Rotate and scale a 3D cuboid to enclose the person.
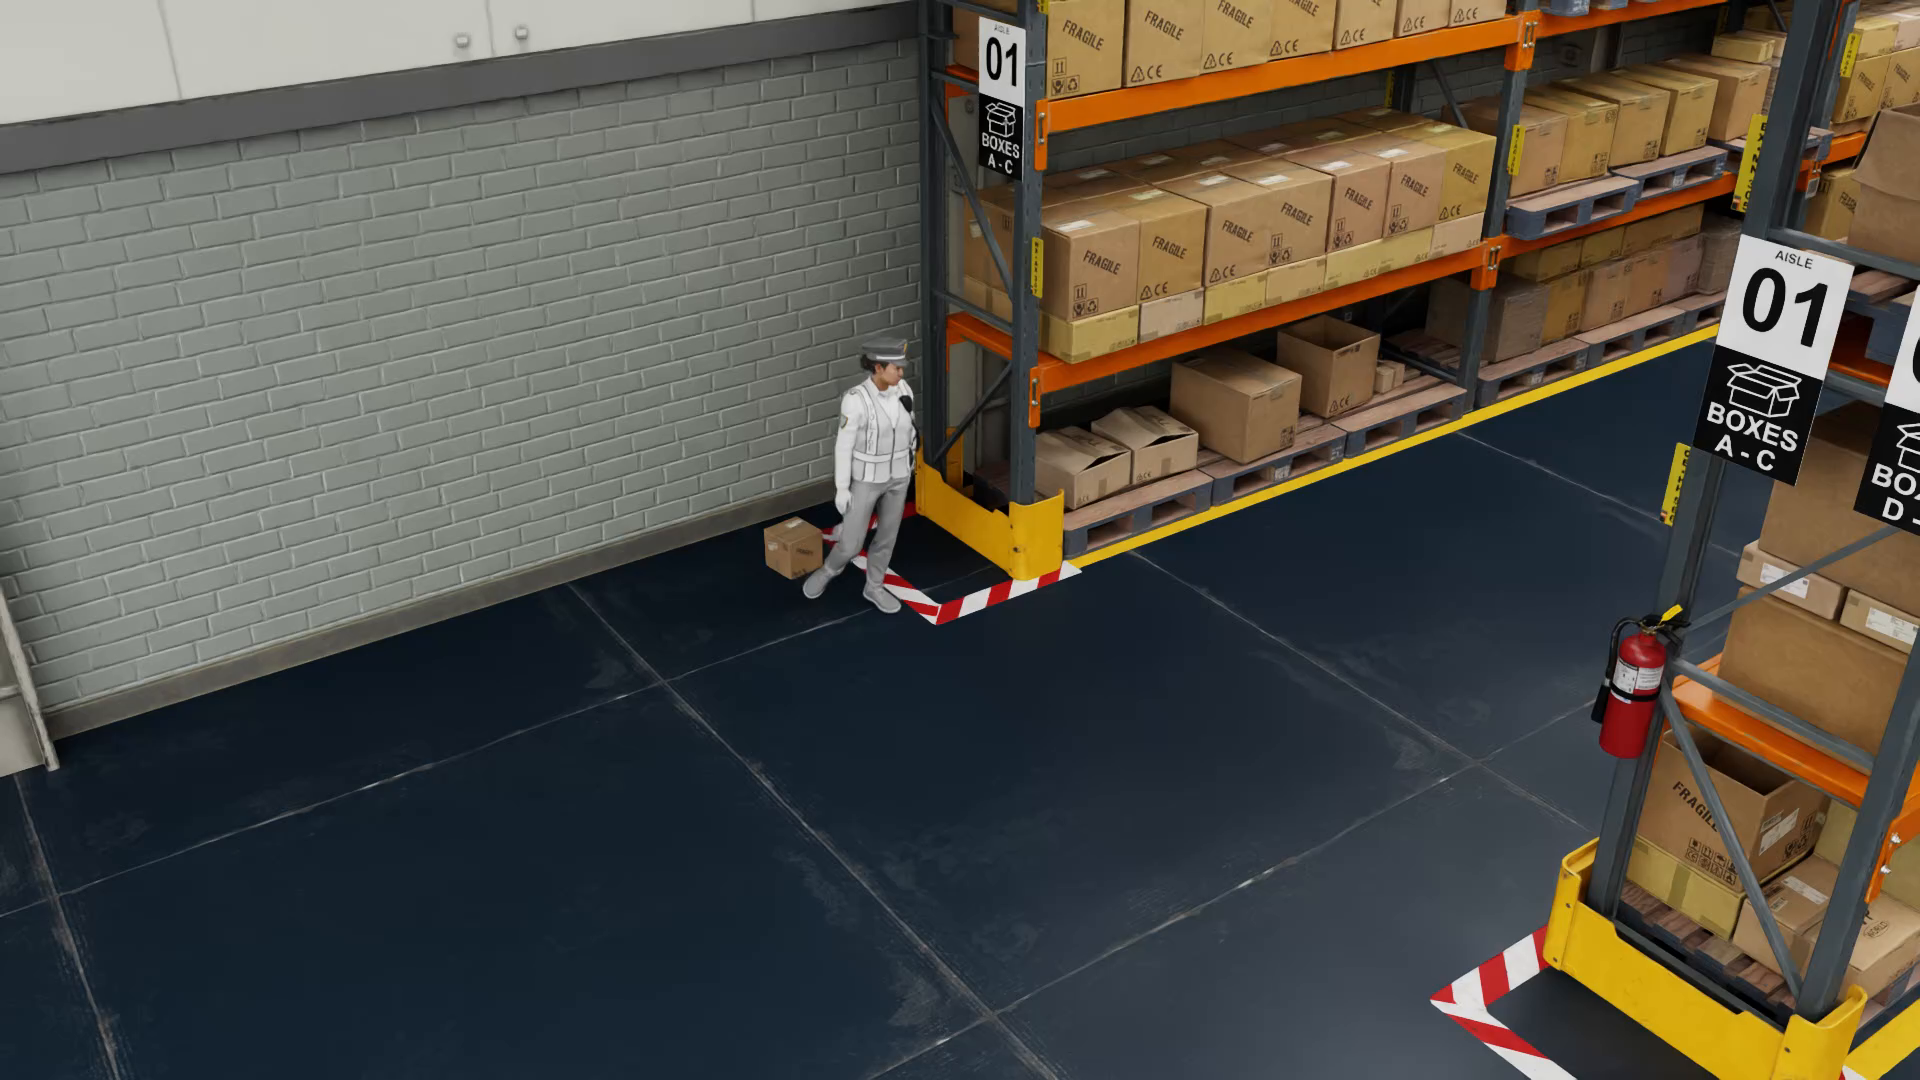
[{"bbox_3d":[-0.418,-0.302,9.142,0.603,1.653,0.431,-24,37,-37],"label":"person"}]
